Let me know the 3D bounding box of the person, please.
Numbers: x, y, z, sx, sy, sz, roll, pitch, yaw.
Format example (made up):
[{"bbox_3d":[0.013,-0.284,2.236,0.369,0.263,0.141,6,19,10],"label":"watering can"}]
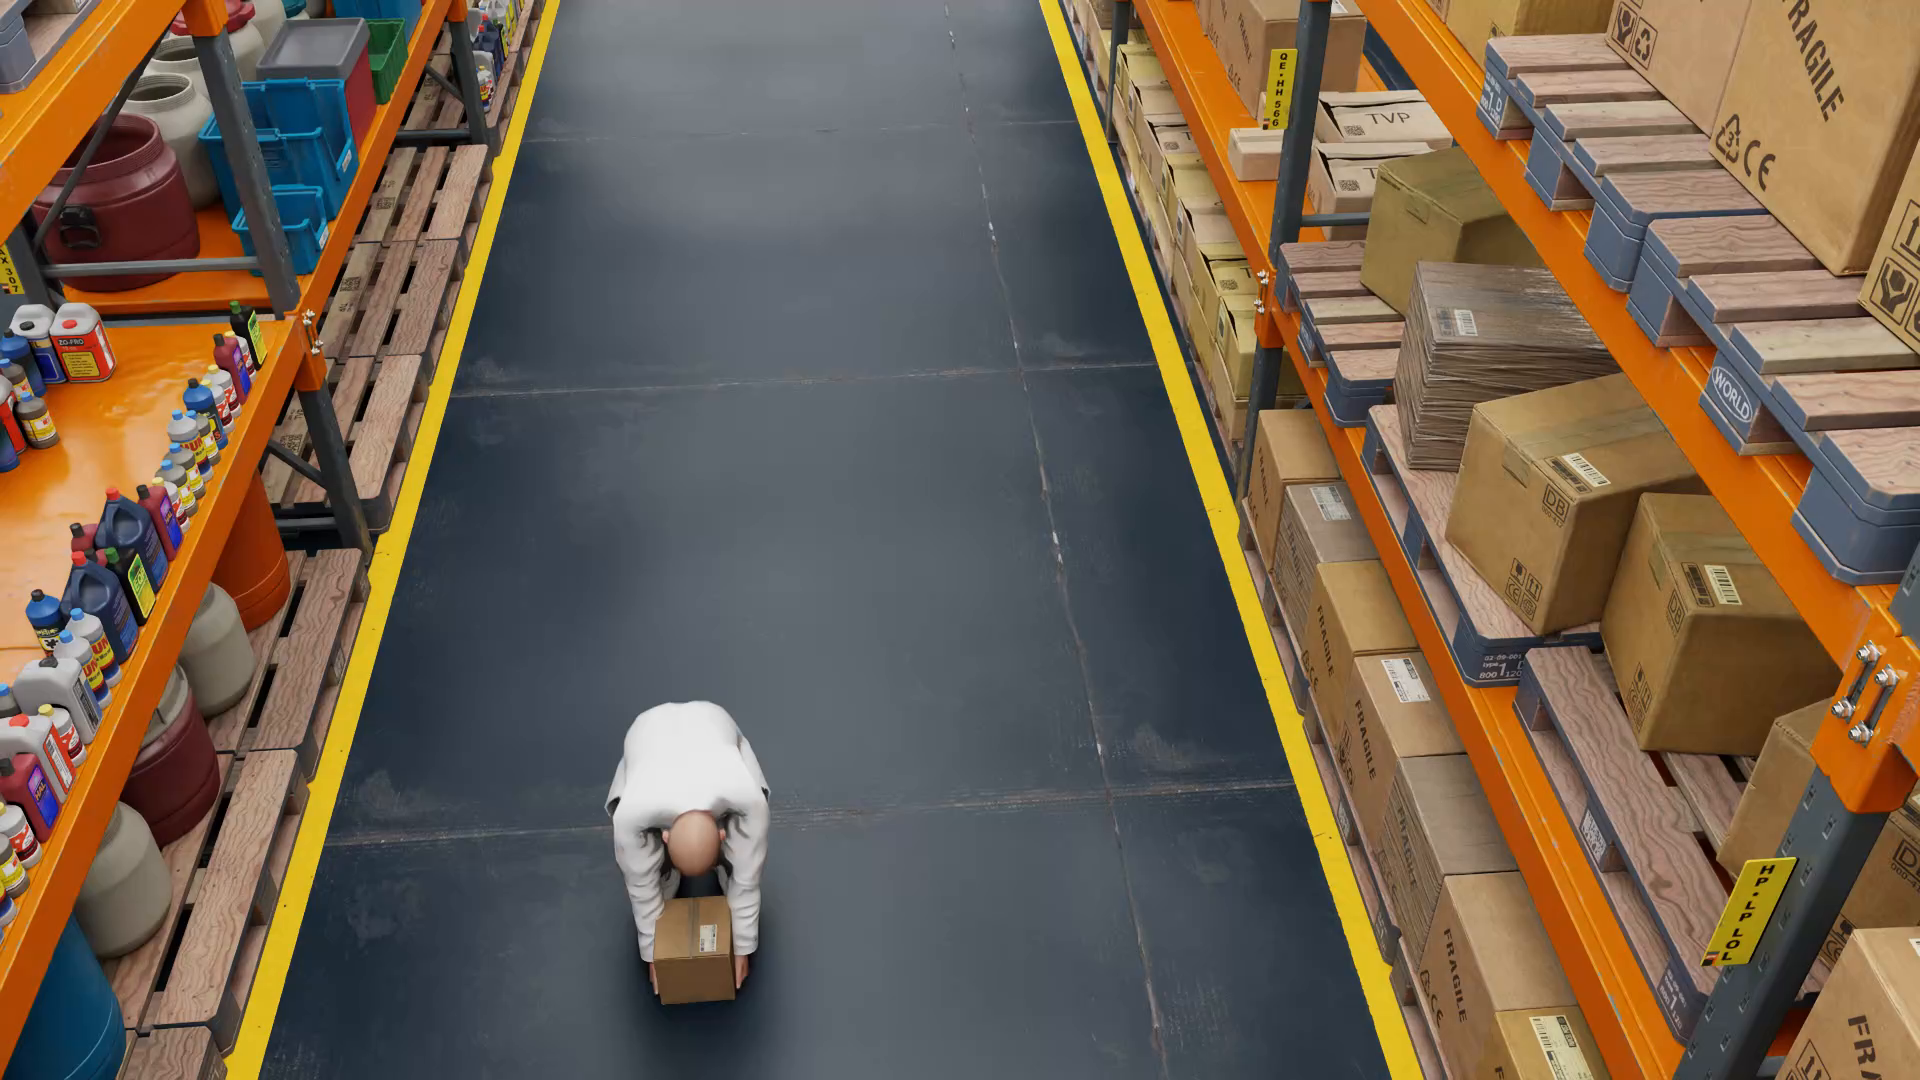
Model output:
[{"bbox_3d":[-0.933,0.997,5.741,0.570,0.854,0.917,-4,39,-5],"label":"person"}]
